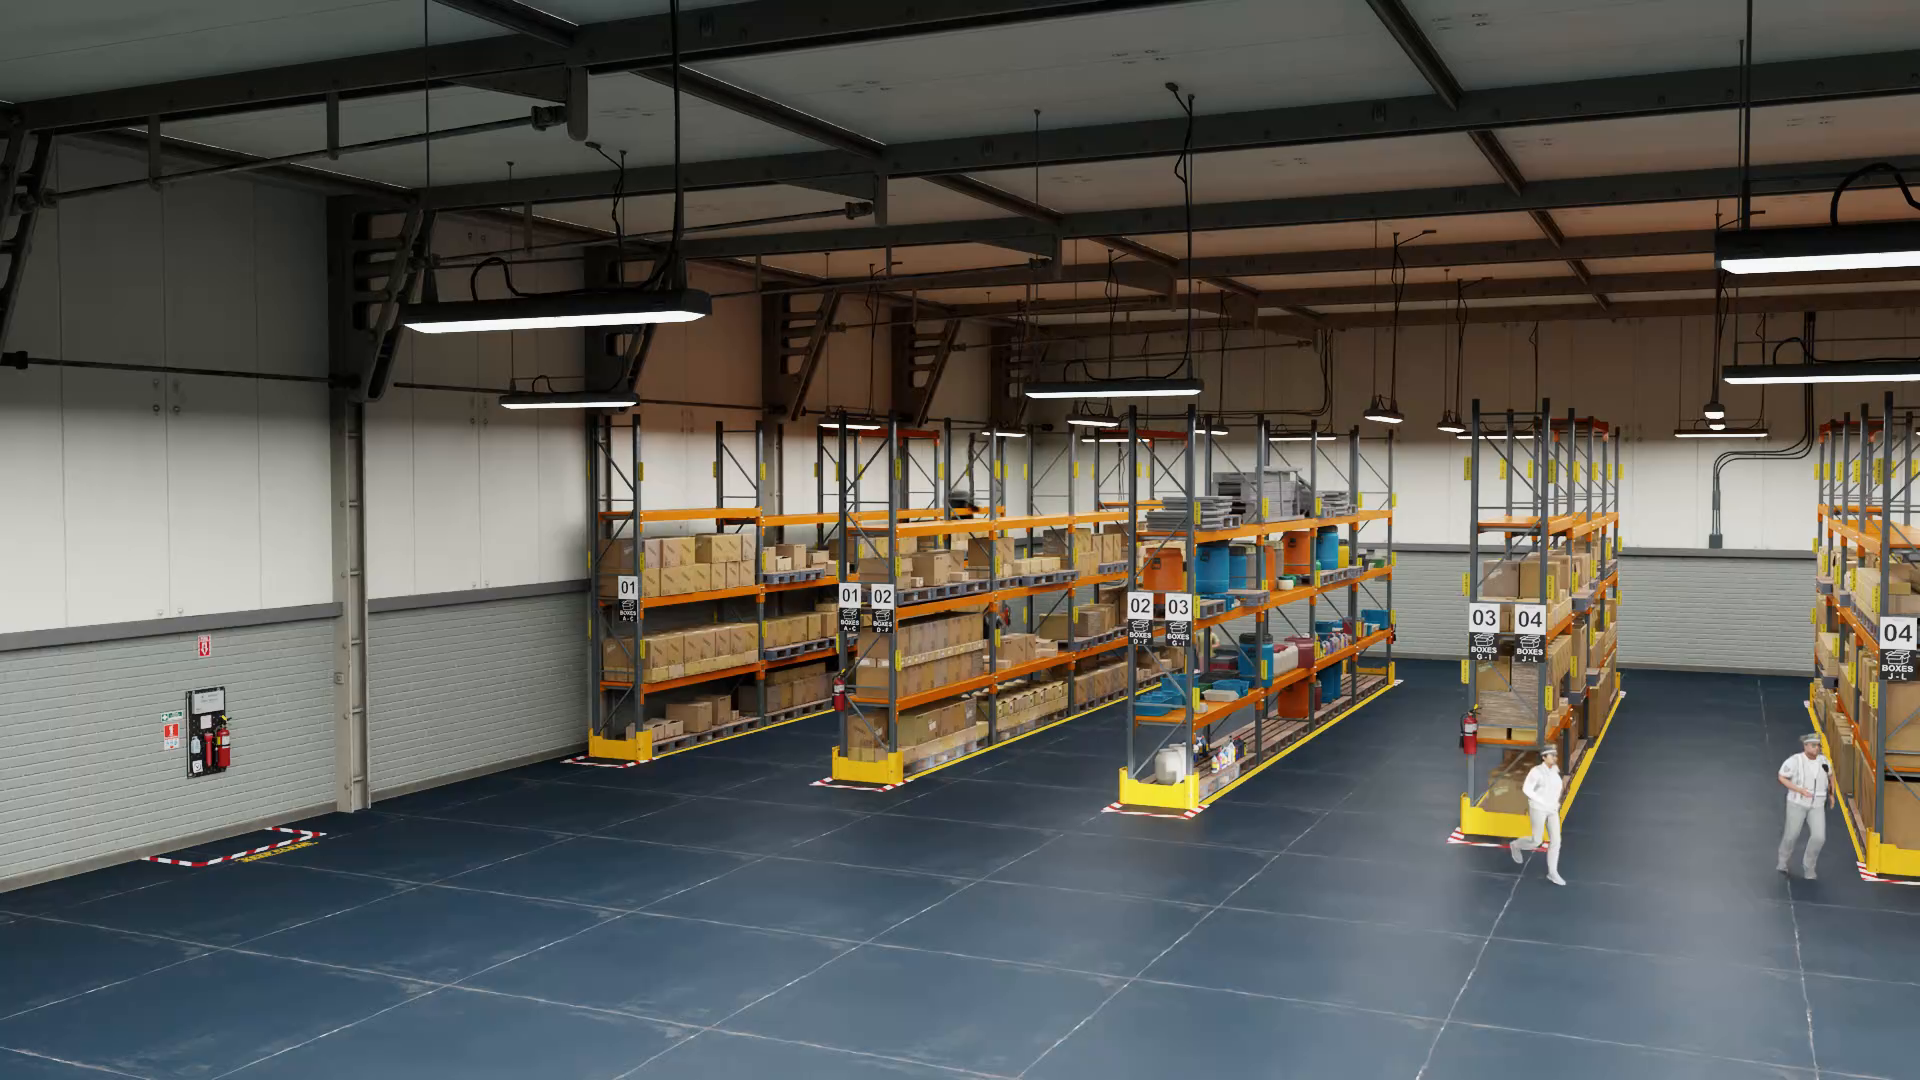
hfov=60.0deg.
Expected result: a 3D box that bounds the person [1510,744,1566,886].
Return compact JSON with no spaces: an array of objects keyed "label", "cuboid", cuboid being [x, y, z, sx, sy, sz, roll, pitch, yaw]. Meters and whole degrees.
[{"label":"person","cuboid":[7.164,3.329,20.488,0.640,1.686,0.903,-1,3,-28]}]

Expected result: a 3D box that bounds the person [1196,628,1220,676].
[{"label":"person","cuboid":[5.489,2.619,36.894,0.571,1.660,0.970,1,2,18]}]

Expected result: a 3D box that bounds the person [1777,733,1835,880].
[{"label":"person","cuboid":[10.473,3.304,20.533,0.715,1.872,0.640,0,2,6]}]

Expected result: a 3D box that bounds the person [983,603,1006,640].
[{"label":"person","cuboid":[0.676,2.310,38.317,0.669,1.688,0.568,1,2,15]}]
